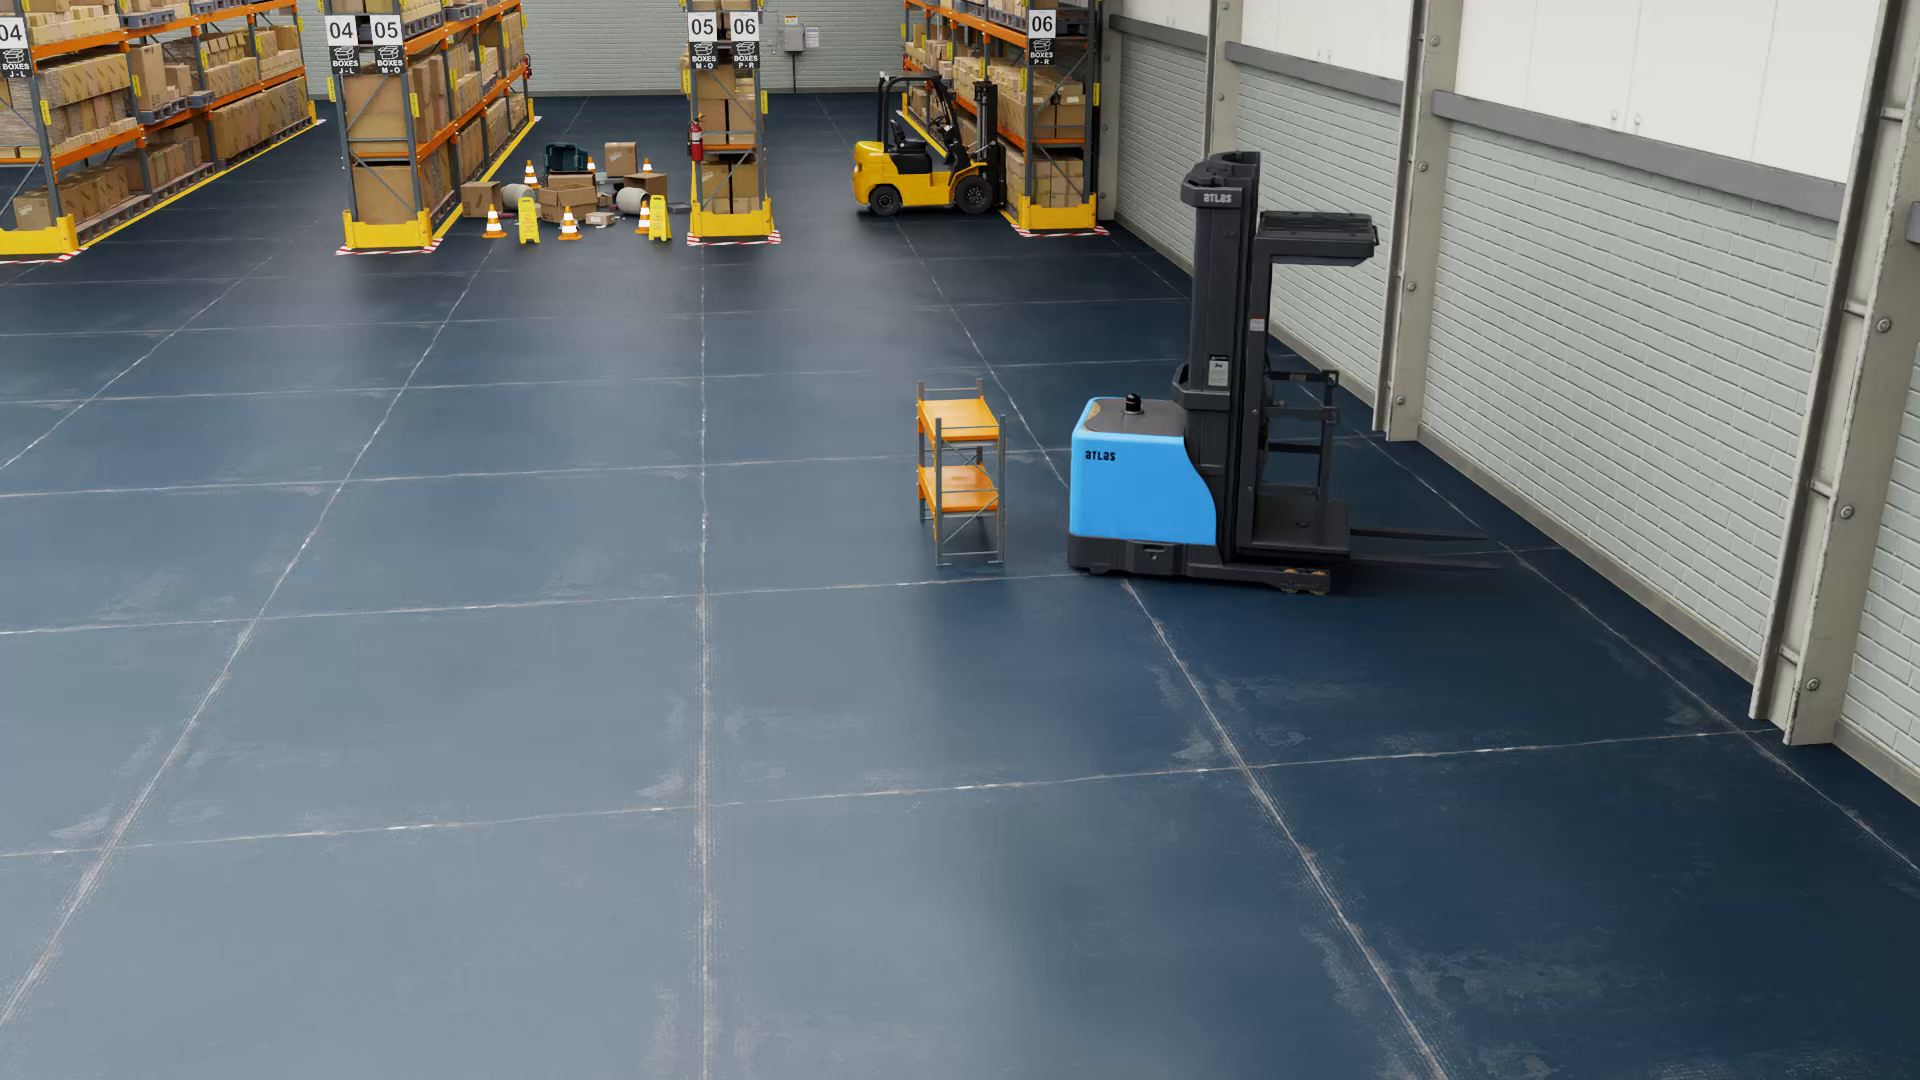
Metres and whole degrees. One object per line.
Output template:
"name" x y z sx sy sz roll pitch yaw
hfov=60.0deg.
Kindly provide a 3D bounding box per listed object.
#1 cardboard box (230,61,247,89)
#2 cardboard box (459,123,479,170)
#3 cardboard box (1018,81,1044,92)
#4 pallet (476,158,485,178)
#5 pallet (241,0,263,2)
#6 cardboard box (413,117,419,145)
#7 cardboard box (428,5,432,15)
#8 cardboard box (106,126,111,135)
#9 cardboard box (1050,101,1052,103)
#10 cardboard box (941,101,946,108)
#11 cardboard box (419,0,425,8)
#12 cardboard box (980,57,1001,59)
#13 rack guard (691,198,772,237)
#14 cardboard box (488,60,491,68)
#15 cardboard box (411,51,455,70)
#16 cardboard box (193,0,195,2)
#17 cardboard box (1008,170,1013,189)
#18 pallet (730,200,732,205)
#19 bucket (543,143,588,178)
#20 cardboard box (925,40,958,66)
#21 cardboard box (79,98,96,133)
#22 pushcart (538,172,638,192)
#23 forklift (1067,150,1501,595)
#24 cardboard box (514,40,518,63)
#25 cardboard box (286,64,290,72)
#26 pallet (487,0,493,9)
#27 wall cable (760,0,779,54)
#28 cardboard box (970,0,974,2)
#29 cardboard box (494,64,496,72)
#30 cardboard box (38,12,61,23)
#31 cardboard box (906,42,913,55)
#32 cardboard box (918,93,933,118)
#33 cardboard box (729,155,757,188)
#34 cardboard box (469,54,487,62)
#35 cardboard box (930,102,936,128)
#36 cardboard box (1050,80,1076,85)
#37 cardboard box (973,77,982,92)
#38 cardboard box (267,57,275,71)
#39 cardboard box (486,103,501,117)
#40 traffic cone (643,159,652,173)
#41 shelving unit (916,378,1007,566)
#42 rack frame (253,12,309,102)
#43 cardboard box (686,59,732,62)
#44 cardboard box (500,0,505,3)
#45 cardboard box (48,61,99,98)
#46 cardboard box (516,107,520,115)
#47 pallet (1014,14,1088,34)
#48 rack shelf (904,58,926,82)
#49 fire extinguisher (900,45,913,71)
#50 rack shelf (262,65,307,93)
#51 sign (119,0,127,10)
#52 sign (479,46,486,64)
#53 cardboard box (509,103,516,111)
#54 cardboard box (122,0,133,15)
"cardboard box" -14.469 -9.196 32.907 0.500 0.500 0.500 -3 21 -8
"cardboard box" -9.326 -7.105 30.066 1.050 0.750 0.750 -3 21 -7
"cardboard box" 1.103 -7.023 25.736 0.380 0.149 0.250 -2 21 -7
"pallet" -9.415 -6.897 30.879 1.003 0.211 1.213 -3 21 -8
"pallet" -15.061 -11.297 34.515 1.003 0.211 1.213 -3 21 -8
"cardboard box" -8.500 -6.096 24.535 0.875 0.550 0.550 -3 21 -8
"cardboard box" -8.362 -8.164 25.617 0.380 0.149 0.250 -3 21 -7
"cardboard box" -13.423 -6.351 25.794 0.380 0.149 0.250 -3 21 -8
"cardboard box" 1.601 -6.658 26.111 0.500 0.500 0.500 -2 21 -6
"cardboard box" -0.197 -9.144 34.956 0.380 0.149 0.250 -2 21 -6
"cardboard box" -8.336 -8.132 24.960 0.500 0.250 0.500 -3 21 -8
"cardboard box" 0.588 -9.264 32.163 0.380 0.149 0.250 -2 21 -6
"rack guard" -3.428 -4.850 24.986 1.175 0.500 0.348 -3 21 -8
"cardboard box" -9.584 -9.499 33.195 0.380 0.149 0.250 -3 21 -8
"cardboard box" -9.103 -8.135 28.637 0.700 0.500 0.500 -3 21 -7
"cardboard box" -14.536 -10.122 30.496 0.797 0.503 0.637 -2 21 -5
"cardboard box" 1.053 -5.716 26.348 0.500 0.250 0.500 -3 21 -8
"pallet" -3.683 -5.419 26.923 1.003 0.211 1.213 -3 21 -8
"bucket" -6.576 -6.342 27.917 0.726 0.611 0.620 4 11 11
"cardboard box" -0.387 -10.466 35.707 0.700 0.500 0.500 -2 21 -6
"cardboard box" -13.556 -6.389 24.966 0.875 0.500 0.500 -3 21 -8
"pushcart" -6.243 -6.019 28.291 1.648 0.377 0.936 -11 23 -26
"forklift" 2.347 -1.188 11.709 3.031 2.935 1.130 4 21 11
"cardboard box" -10.074 -10.766 36.687 0.500 0.500 0.500 -2 21 -5
"cardboard box" -14.966 -10.367 36.544 0.380 0.149 0.250 -3 21 -8
"pallet" -9.894 -10.604 32.801 1.213 0.211 1.003 -3 21 -8
"wall cable" -5.158 -14.037 44.559 0.588 1.984 0.122 -3 21 -8
"cardboard box" 0.462 -9.742 29.610 0.500 0.311 0.500 -4 21 -10
"cardboard box" -9.705 -9.640 33.998 0.380 0.149 0.250 -3 21 -8
"cardboard box" -13.134 -7.481 23.817 0.380 0.149 0.250 -3 21 -8
"cardboard box" -1.013 -11.684 39.502 0.500 0.250 0.500 -3 21 -7
"cardboard box" -0.583 -9.938 38.009 0.700 0.500 0.500 -4 21 -10
"cardboard box" -3.343 -5.737 26.046 0.500 0.500 0.500 -4 21 -10
"cardboard box" -9.520 -9.462 32.672 0.380 0.149 0.250 -2 21 -6
"cardboard box" -0.388 -9.248 36.162 0.500 0.500 0.500 -2 21 -5
"cardboard box" 1.601 -7.046 25.799 0.380 0.149 0.250 -3 21 -7
"cardboard box" 0.513 -8.130 29.696 0.500 0.250 0.500 -3 21 -9
"cardboard box" -14.829 -10.067 35.171 0.500 0.250 0.500 -3 21 -8
"cardboard box" -9.522 -8.636 33.451 0.500 0.250 0.500 -4 21 -10
"traffic cone" -5.558 -6.550 29.591 0.336 0.463 0.334 -3 21 -8
"shelving unit" -0.001 -0.529 12.526 0.538 1.125 1.048 -3 21 -8
"rack frame" -15.530 -11.034 37.972 1.000 3.000 0.127 -3 21 -8
"cardboard box" -3.772 -6.990 25.148 0.700 0.500 0.500 -3 21 -7
"cardboard box" -9.836 -11.373 34.807 0.500 0.250 0.500 -2 21 -5
"cardboard box" -13.250 -6.873 24.833 0.500 0.500 0.500 -3 21 -8
"cardboard box" -9.999 -9.540 37.020 0.380 0.149 0.250 -3 21 -7
"pallet" 1.418 -7.856 25.302 1.003 0.211 1.213 -3 21 -8
"rack shelf" -0.524 -10.756 38.256 1.077 0.370 4.000 -3 21 -8
"fire extinguisher" -1.291 -11.602 40.137 0.296 0.674 0.183 -3 21 -8
"rack shelf" -15.242 -10.005 36.244 1.077 0.370 4.000 -3 21 -8
"sign" -13.264 -8.557 26.313 0.100 0.325 0.005 -3 21 -8
"sign" -8.905 -9.051 31.008 0.100 0.325 0.005 -3 21 -8
"cardboard box" -9.957 -9.499 36.486 0.380 0.149 0.250 -2 21 -7
"cardboard box" -13.770 -8.698 26.681 0.797 0.503 0.637 -4 21 -10
